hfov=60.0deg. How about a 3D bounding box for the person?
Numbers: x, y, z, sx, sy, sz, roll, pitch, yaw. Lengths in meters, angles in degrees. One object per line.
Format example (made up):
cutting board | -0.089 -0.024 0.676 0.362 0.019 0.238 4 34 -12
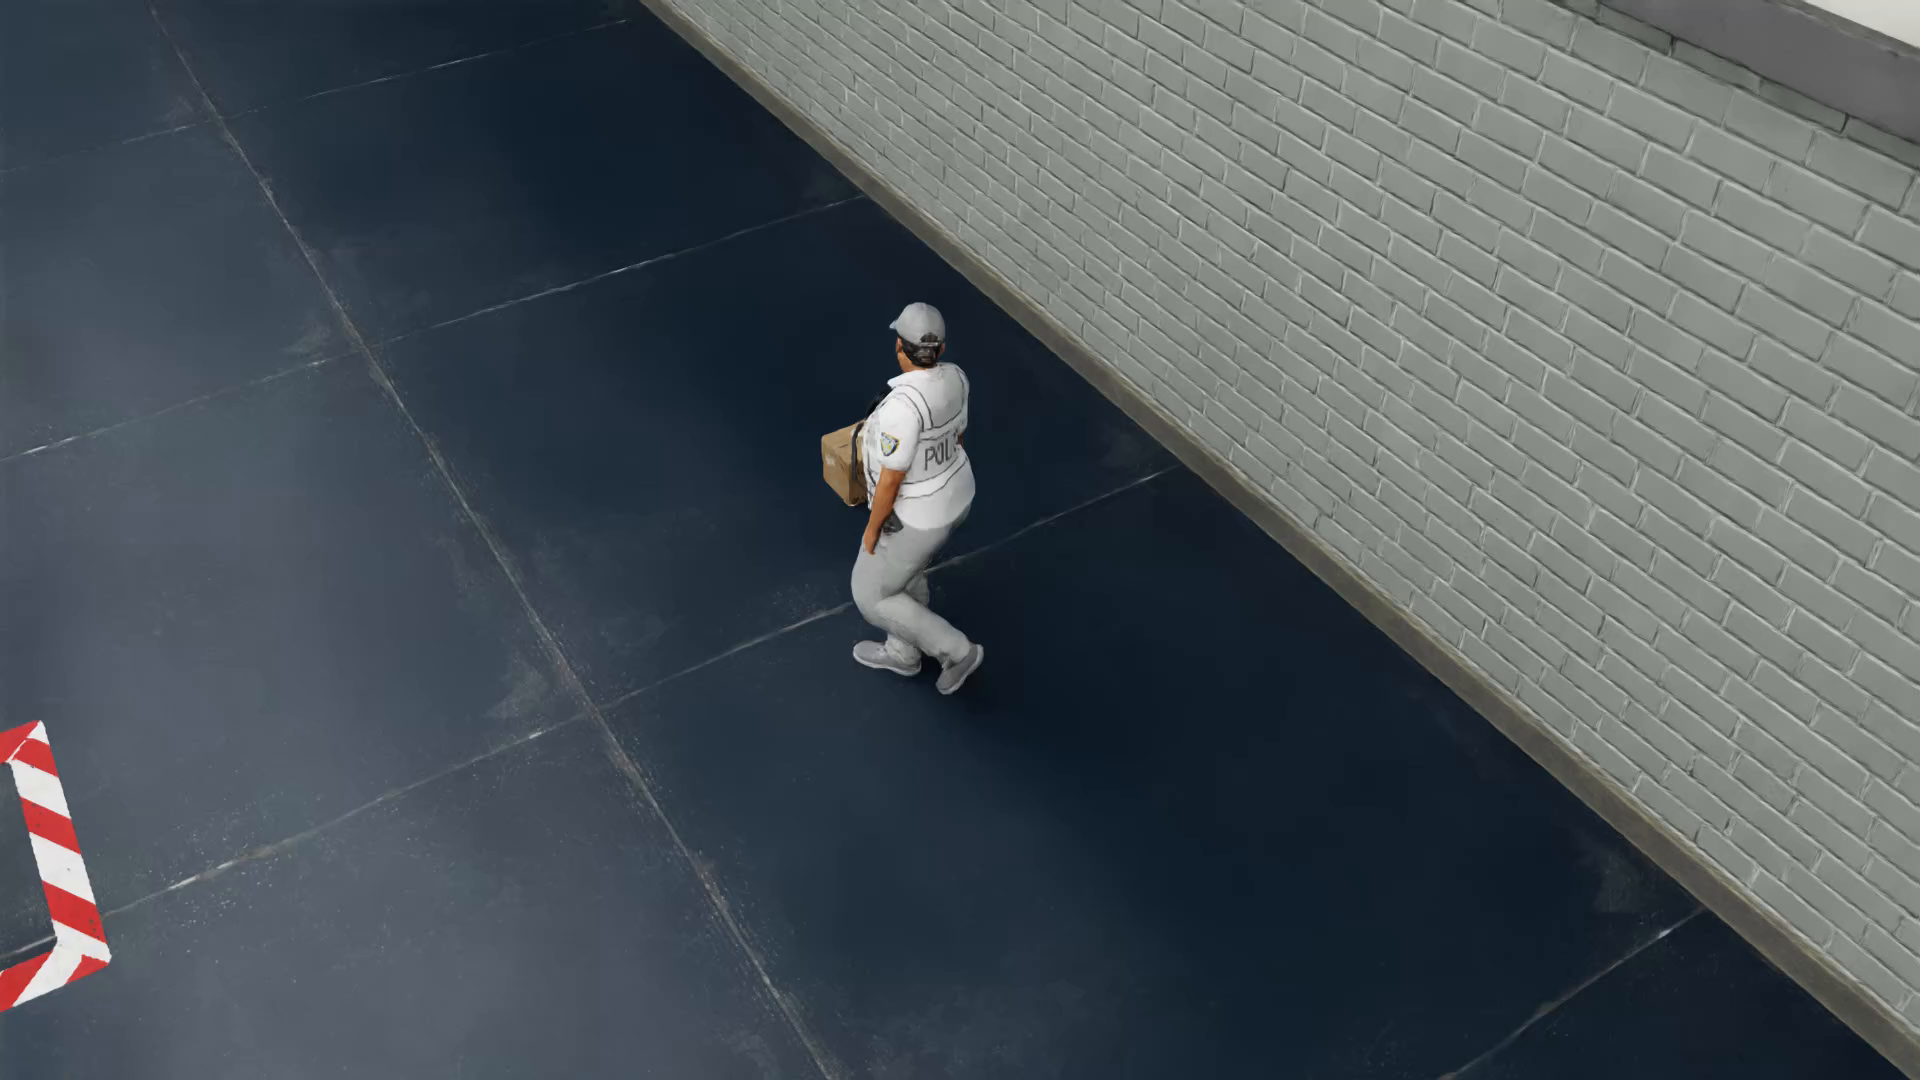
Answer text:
person | -0.130 -0.107 6.299 0.609 1.630 0.548 18 44 19
